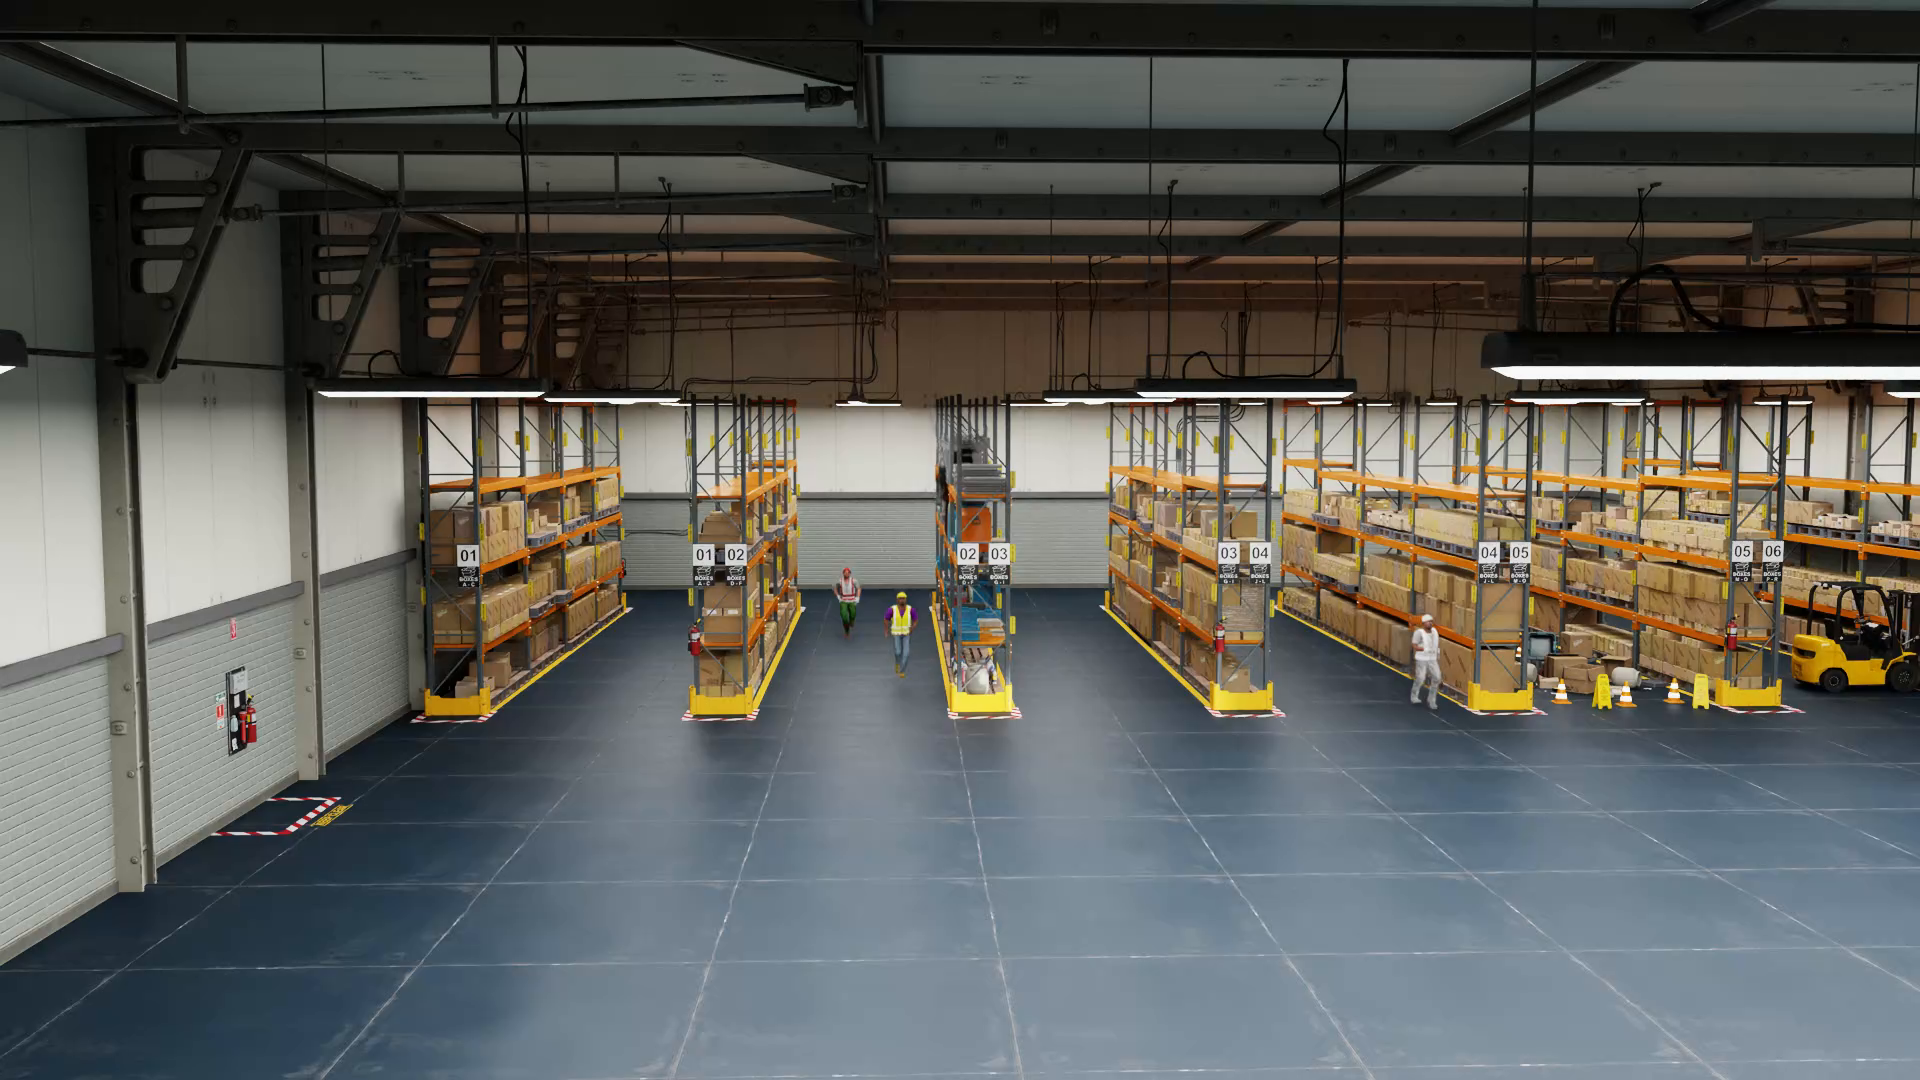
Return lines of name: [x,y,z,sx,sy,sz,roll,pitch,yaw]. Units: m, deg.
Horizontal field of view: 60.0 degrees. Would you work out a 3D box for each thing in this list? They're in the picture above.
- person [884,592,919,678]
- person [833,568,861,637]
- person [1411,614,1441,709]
person: [-1.181,1.924,33.708,0.711,1.736,0.525,0,5,-6]
person: [-2.851,1.560,42.014,0.686,1.736,0.655,0,5,-6]
person: [8.962,2.344,31.873,0.711,1.851,0.746,-2,5,-19]
